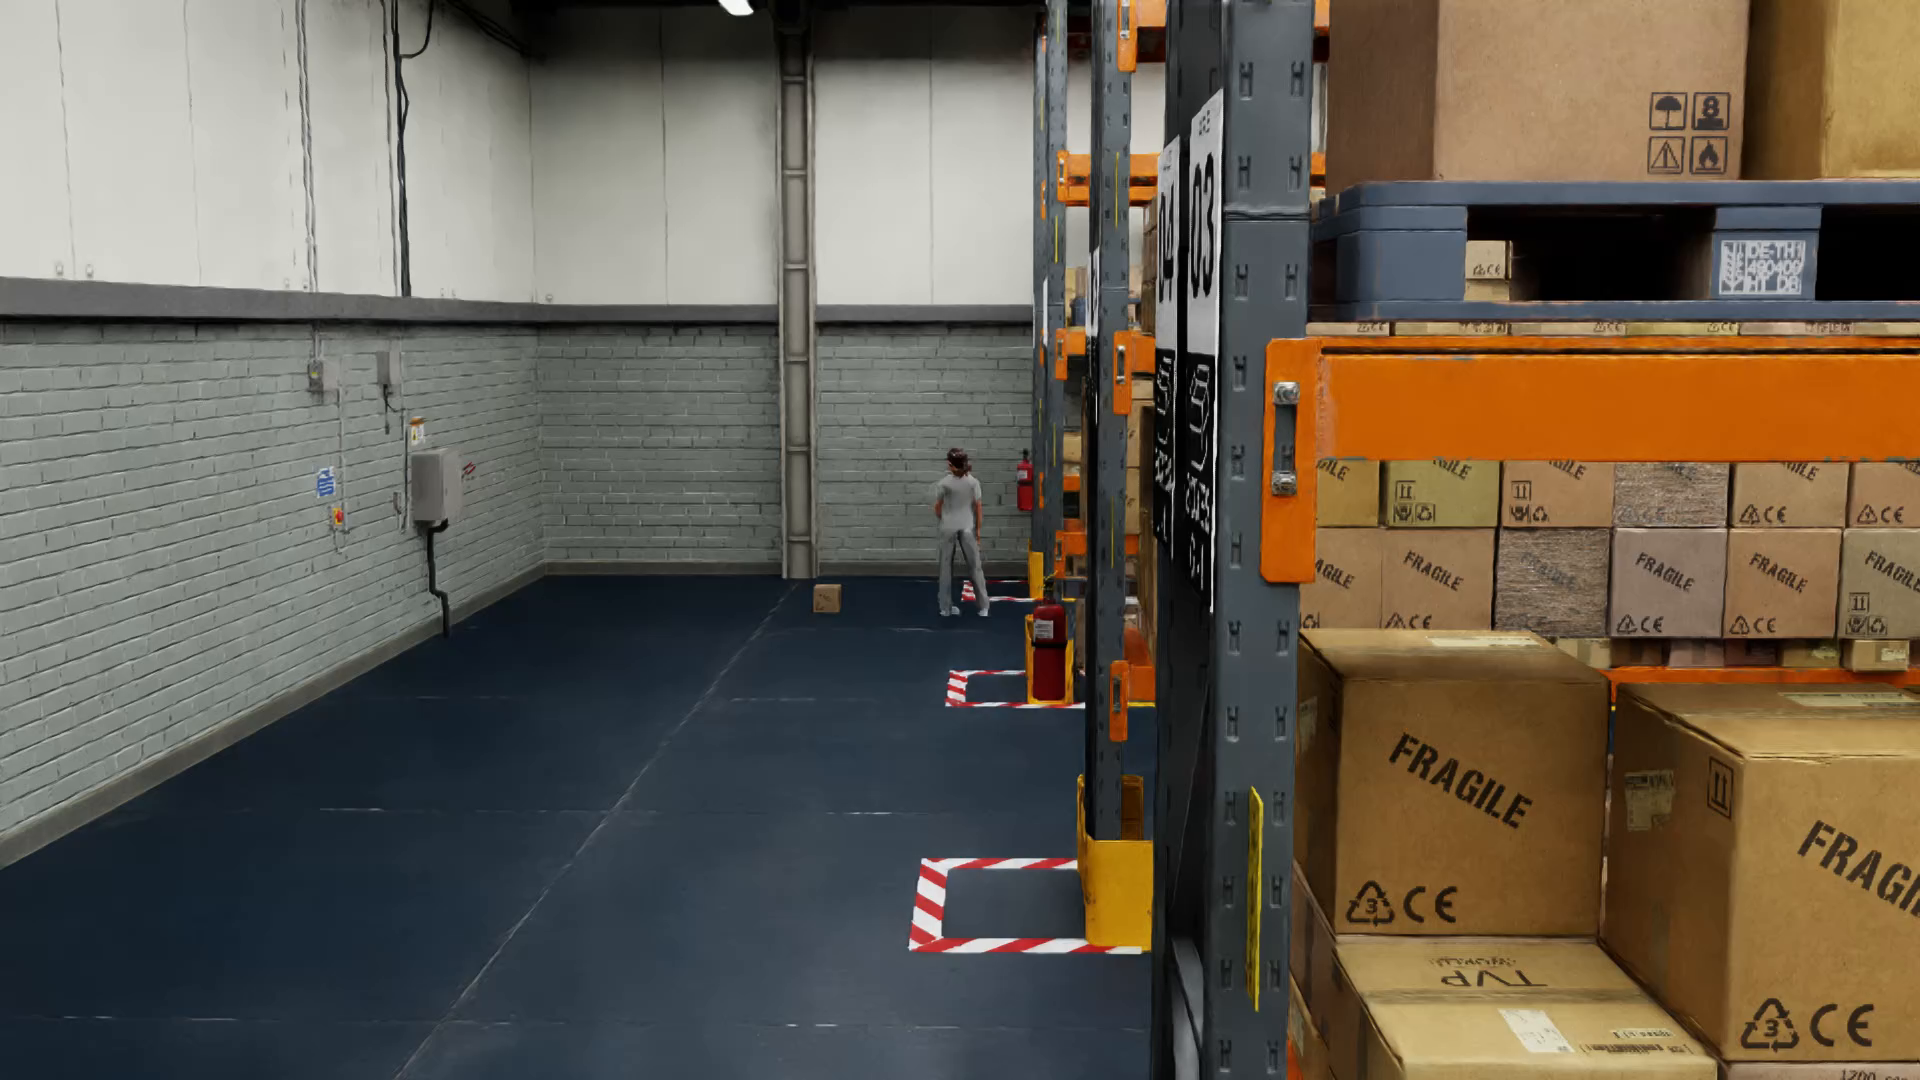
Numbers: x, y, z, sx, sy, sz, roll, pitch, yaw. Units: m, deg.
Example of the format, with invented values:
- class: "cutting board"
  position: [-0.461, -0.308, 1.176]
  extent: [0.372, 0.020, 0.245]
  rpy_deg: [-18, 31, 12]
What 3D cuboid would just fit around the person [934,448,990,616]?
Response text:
- class: "person"
  position: [0.017, -0.074, 16.346]
  extent: [0.549, 1.670, 0.451]
  rpy_deg: [-1, 7, -9]
